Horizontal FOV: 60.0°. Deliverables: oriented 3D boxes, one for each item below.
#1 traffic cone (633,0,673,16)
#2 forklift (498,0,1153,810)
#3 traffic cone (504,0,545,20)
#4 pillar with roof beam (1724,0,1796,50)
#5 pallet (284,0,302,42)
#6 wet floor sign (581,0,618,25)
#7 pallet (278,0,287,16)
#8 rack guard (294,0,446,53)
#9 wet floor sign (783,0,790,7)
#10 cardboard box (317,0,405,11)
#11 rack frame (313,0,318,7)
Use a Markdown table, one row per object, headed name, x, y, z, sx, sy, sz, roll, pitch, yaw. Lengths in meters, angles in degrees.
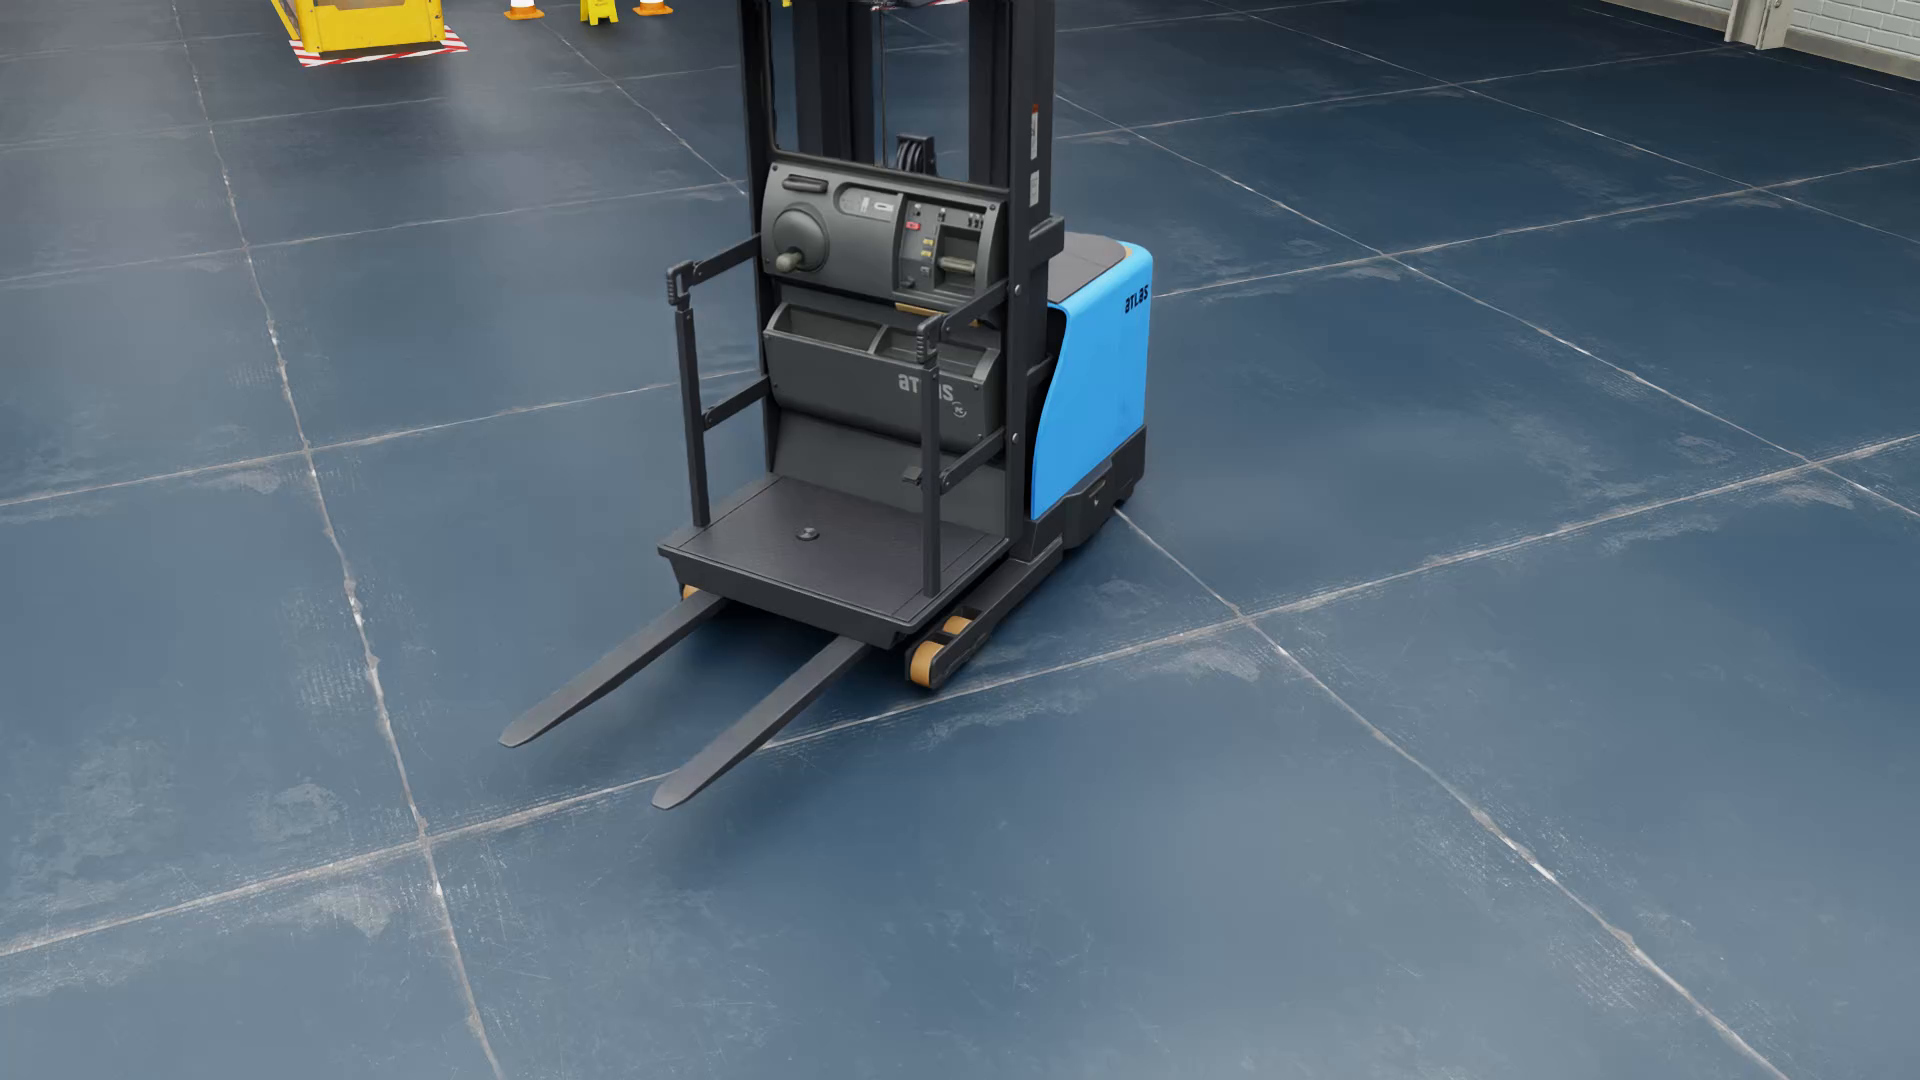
| name | x | y | z | sx | sy | sz | roll | pitch | yaw |
| --- | --- | --- | --- | --- | --- | --- | --- | --- | --- |
| traffic cone | -2.879 | -5.162 | 15.483 | 0.336 | 0.463 | 0.334 | -13 | 32 | -22 |
| forklift | -0.390 | -1.014 | 5.562 | 1.130 | 2.935 | 3.031 | 16 | 33 | 26 |
| traffic cone | -4.045 | -5.075 | 15.327 | 0.336 | 0.463 | 0.334 | -13 | 32 | -22 |
| pillar with roof beam | 3.012 | -7.336 | 10.632 | 9.100 | 9.000 | 0.400 | -13 | 32 | -22 |
| pallet | -5.514 | -4.769 | 15.039 | 1.003 | 0.211 | 1.213 | -13 | 32 | -22 |
| wet floor sign | -3.299 | -5.025 | 15.051 | 0.267 | 0.644 | 0.232 | -19 | 35 | -30 |
| pallet | -6.034 | -5.307 | 15.999 | 1.003 | 0.211 | 1.213 | -13 | 32 | -22 |
| rack guard | -5.090 | -4.548 | 14.349 | 1.175 | 0.500 | 0.348 | -13 | 32 | -22 |
| wet floor sign | -1.557 | -5.397 | 15.715 | 0.267 | 0.644 | 0.232 | -3 | 29 | -5 |
| cardboard box | -5.451 | -5.191 | 14.683 | 0.875 | 0.875 | 0.875 | -13 | 32 | -22 |
| rack frame | -5.100 | -5.649 | 13.757 | 1.000 | 3.000 | 0.127 | -13 | 32 | -22 |
